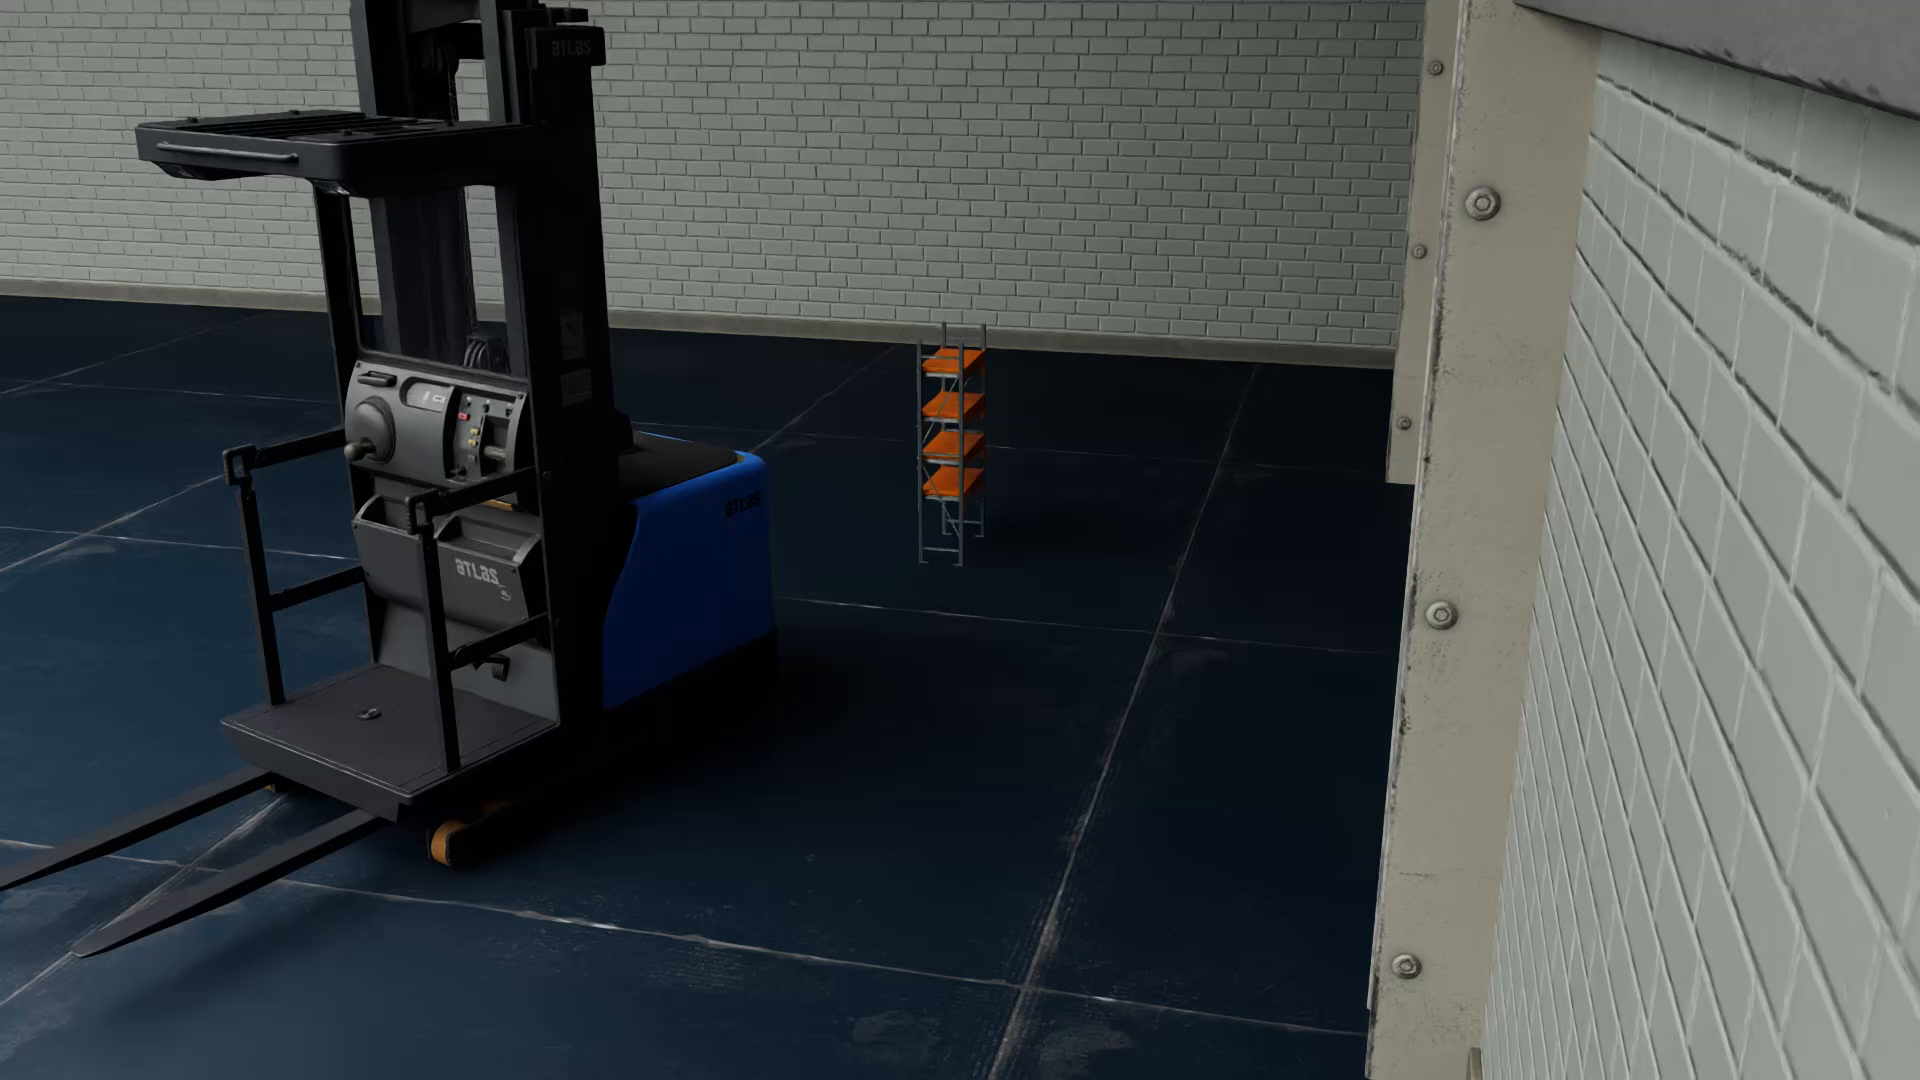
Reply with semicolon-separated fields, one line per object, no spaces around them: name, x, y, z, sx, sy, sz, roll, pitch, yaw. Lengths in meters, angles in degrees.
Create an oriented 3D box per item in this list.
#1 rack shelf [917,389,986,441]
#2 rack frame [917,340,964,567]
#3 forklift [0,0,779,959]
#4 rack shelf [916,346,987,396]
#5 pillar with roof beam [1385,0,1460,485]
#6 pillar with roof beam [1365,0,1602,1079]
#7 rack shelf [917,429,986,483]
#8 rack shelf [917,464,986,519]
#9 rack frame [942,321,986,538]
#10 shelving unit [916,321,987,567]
rack shelf;-0.040;-0.664;8.791;0.258;0.148;0.480;5;19;13
rack frame;-0.100;-0.439;8.618;0.240;1.200;0.015;5;19;13
forklift;-2.023;-0.413;5.861;1.130;2.935;3.031;12;22;32
rack shelf;-0.040;-0.888;8.715;0.258;0.148;0.480;5;19;13
pillar with roof beam;-1.361;-5.003;9.911;9.100;9.000;0.400;5;19;13
pillar with roof beam;-2.827;-3.122;4.406;9.100;9.000;0.400;5;19;13
rack shelf;-0.040;-0.452;8.863;0.258;0.148;0.480;5;19;13
rack shelf;-0.040;-0.264;8.928;0.258;0.148;0.480;5;19;13
rack frame;0.019;-0.592;9.066;0.240;1.200;0.015;5;19;13
shelving unit;-0.040;-0.516;8.842;0.258;1.200;0.503;5;19;13
